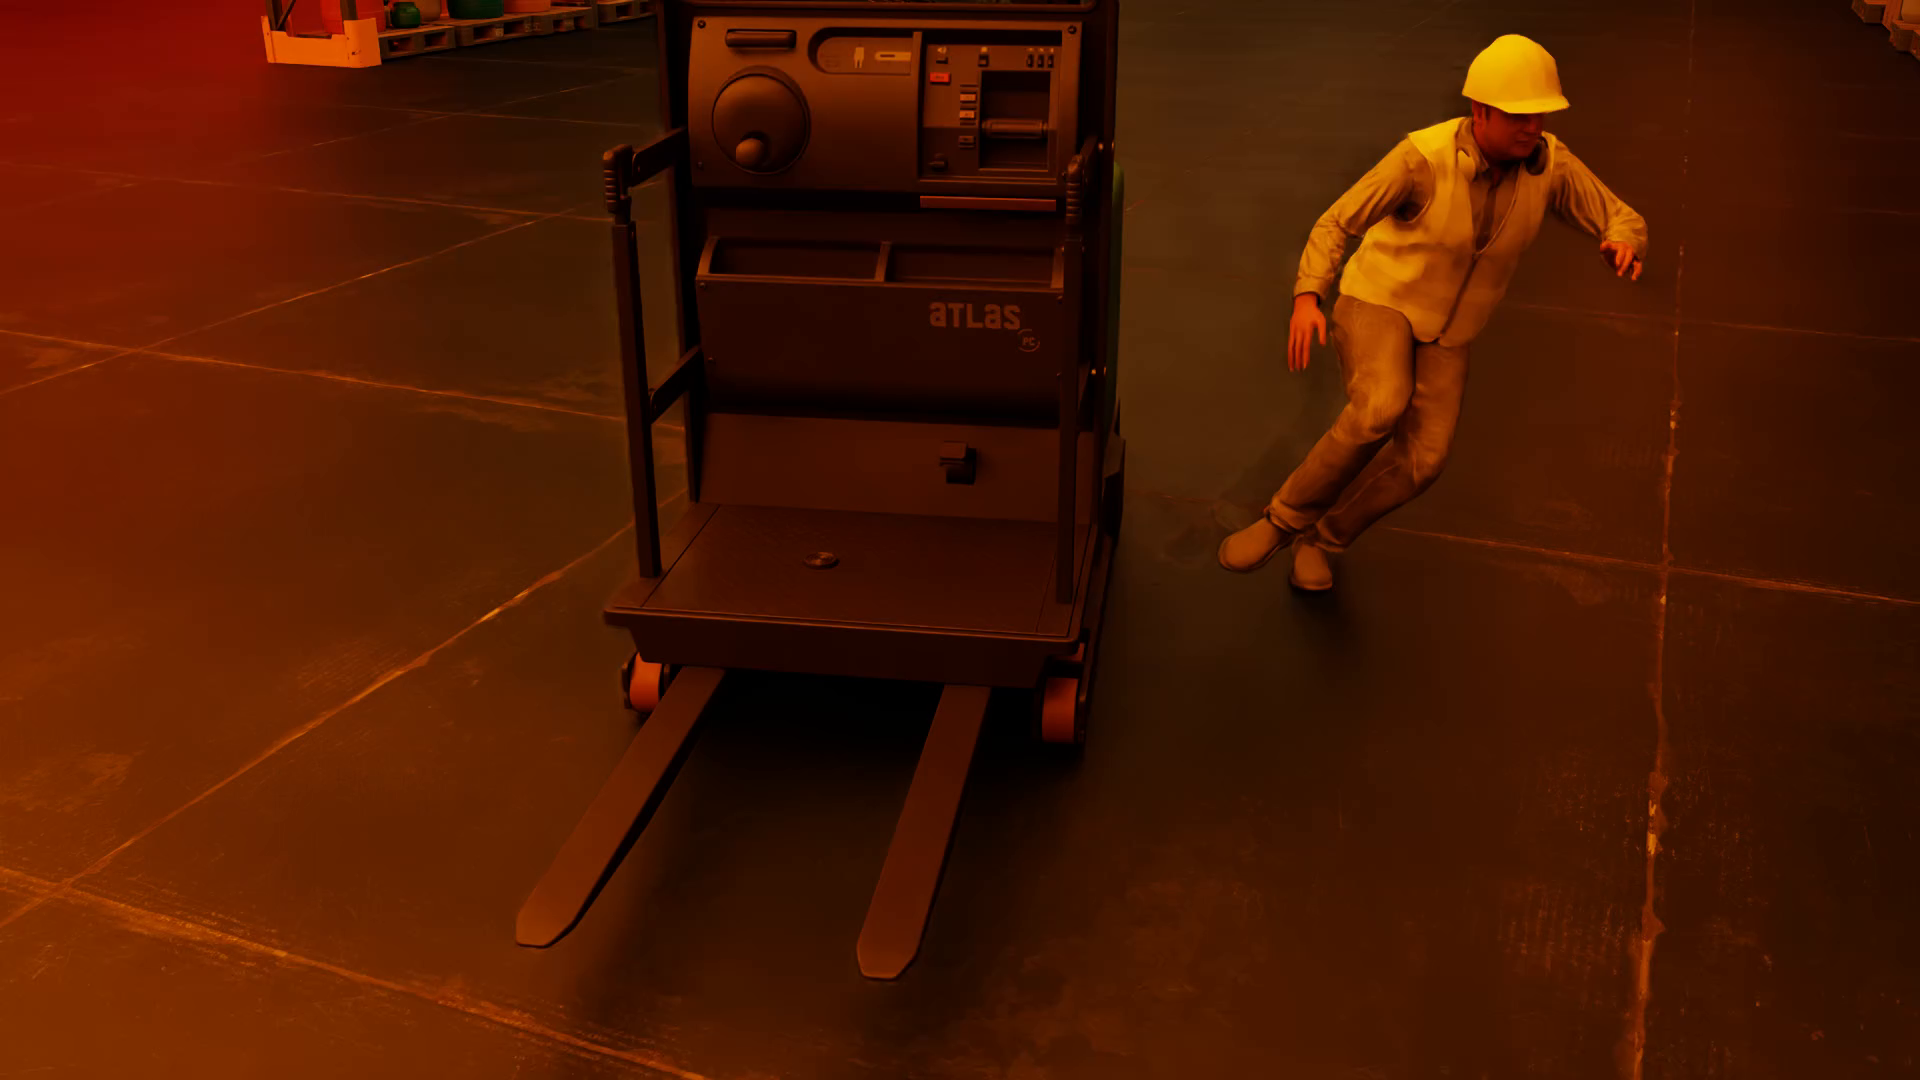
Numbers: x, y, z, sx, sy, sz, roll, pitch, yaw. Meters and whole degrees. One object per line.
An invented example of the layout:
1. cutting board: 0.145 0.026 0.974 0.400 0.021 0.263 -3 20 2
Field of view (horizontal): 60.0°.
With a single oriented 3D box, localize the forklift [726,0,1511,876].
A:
1. forklift: 0.241 -1.125 3.985 1.130 2.935 3.031 -8 24 -19
